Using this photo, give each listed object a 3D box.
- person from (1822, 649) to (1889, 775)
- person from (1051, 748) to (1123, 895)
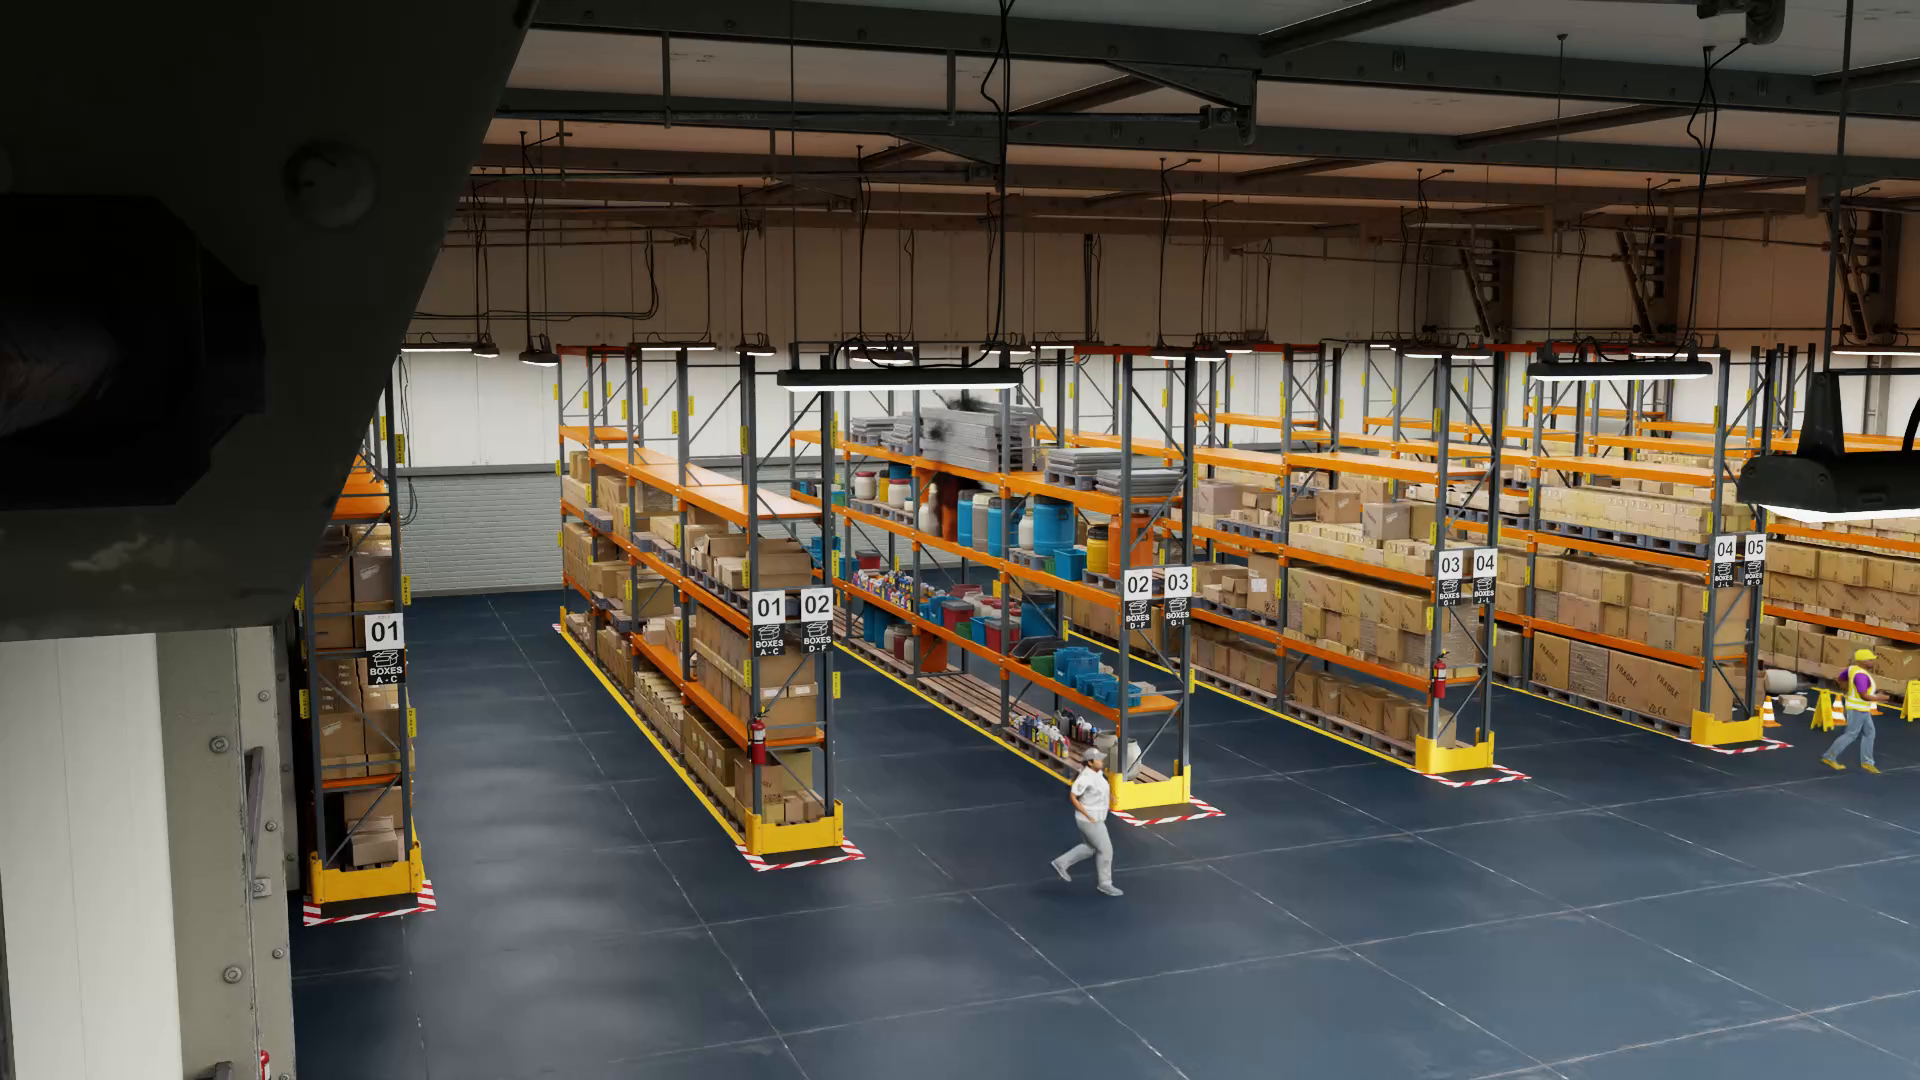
[{"bbox_3d":[12.775,2.453,23.701,0.790,1.830,0.713,3,8,24],"label":"person"},{"bbox_3d":[1.459,3.151,18.727,0.792,1.677,0.598,2,7,12],"label":"person"}]
